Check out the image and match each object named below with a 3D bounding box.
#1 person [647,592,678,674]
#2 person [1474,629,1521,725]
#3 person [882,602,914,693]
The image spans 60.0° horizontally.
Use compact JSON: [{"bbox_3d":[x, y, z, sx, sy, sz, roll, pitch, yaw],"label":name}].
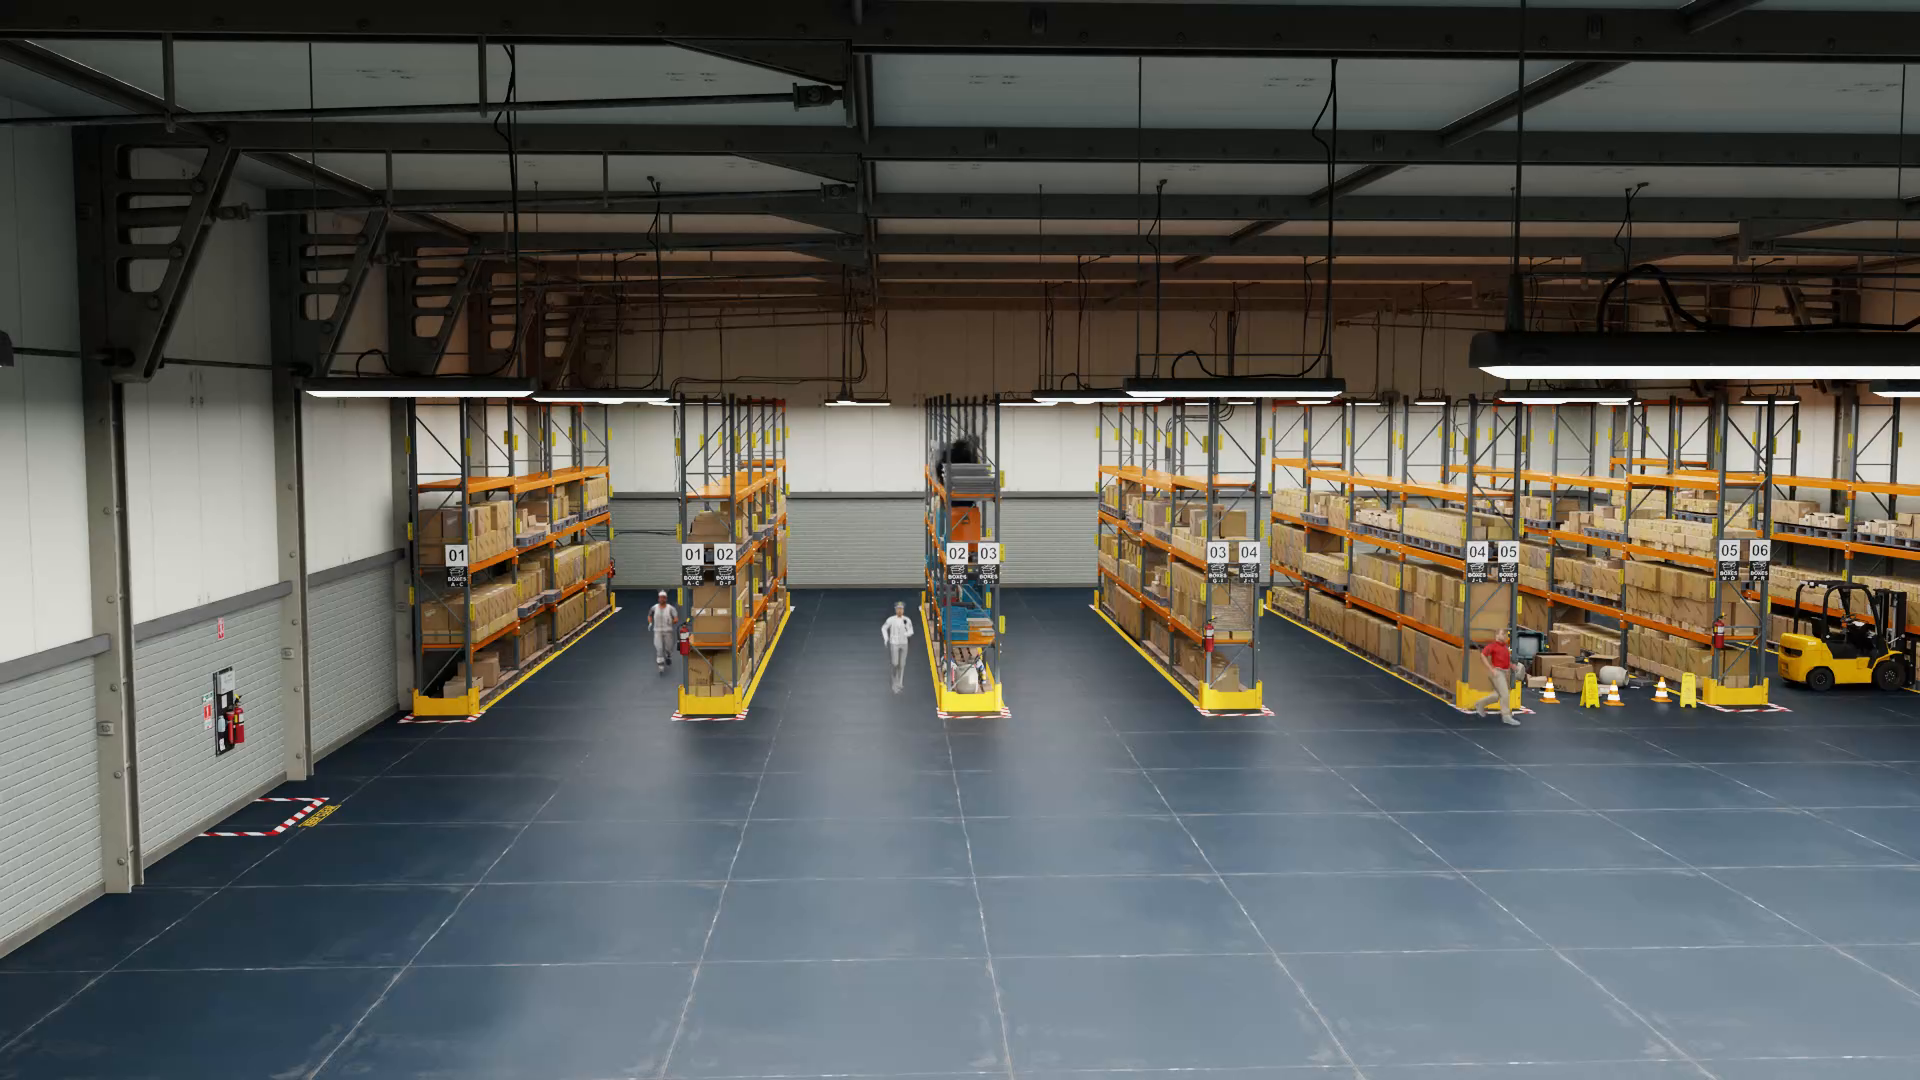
[{"bbox_3d":[-6.445,1.997,36.063,0.668,1.760,0.868,0,5,-6],"label":"person"},{"bbox_3d":[9.805,2.470,30.290,0.925,1.704,0.666,4,6,42],"label":"person"},{"bbox_3d":[-1.185,2.072,32.169,0.584,1.750,0.601,-1,5,-10],"label":"person"}]
